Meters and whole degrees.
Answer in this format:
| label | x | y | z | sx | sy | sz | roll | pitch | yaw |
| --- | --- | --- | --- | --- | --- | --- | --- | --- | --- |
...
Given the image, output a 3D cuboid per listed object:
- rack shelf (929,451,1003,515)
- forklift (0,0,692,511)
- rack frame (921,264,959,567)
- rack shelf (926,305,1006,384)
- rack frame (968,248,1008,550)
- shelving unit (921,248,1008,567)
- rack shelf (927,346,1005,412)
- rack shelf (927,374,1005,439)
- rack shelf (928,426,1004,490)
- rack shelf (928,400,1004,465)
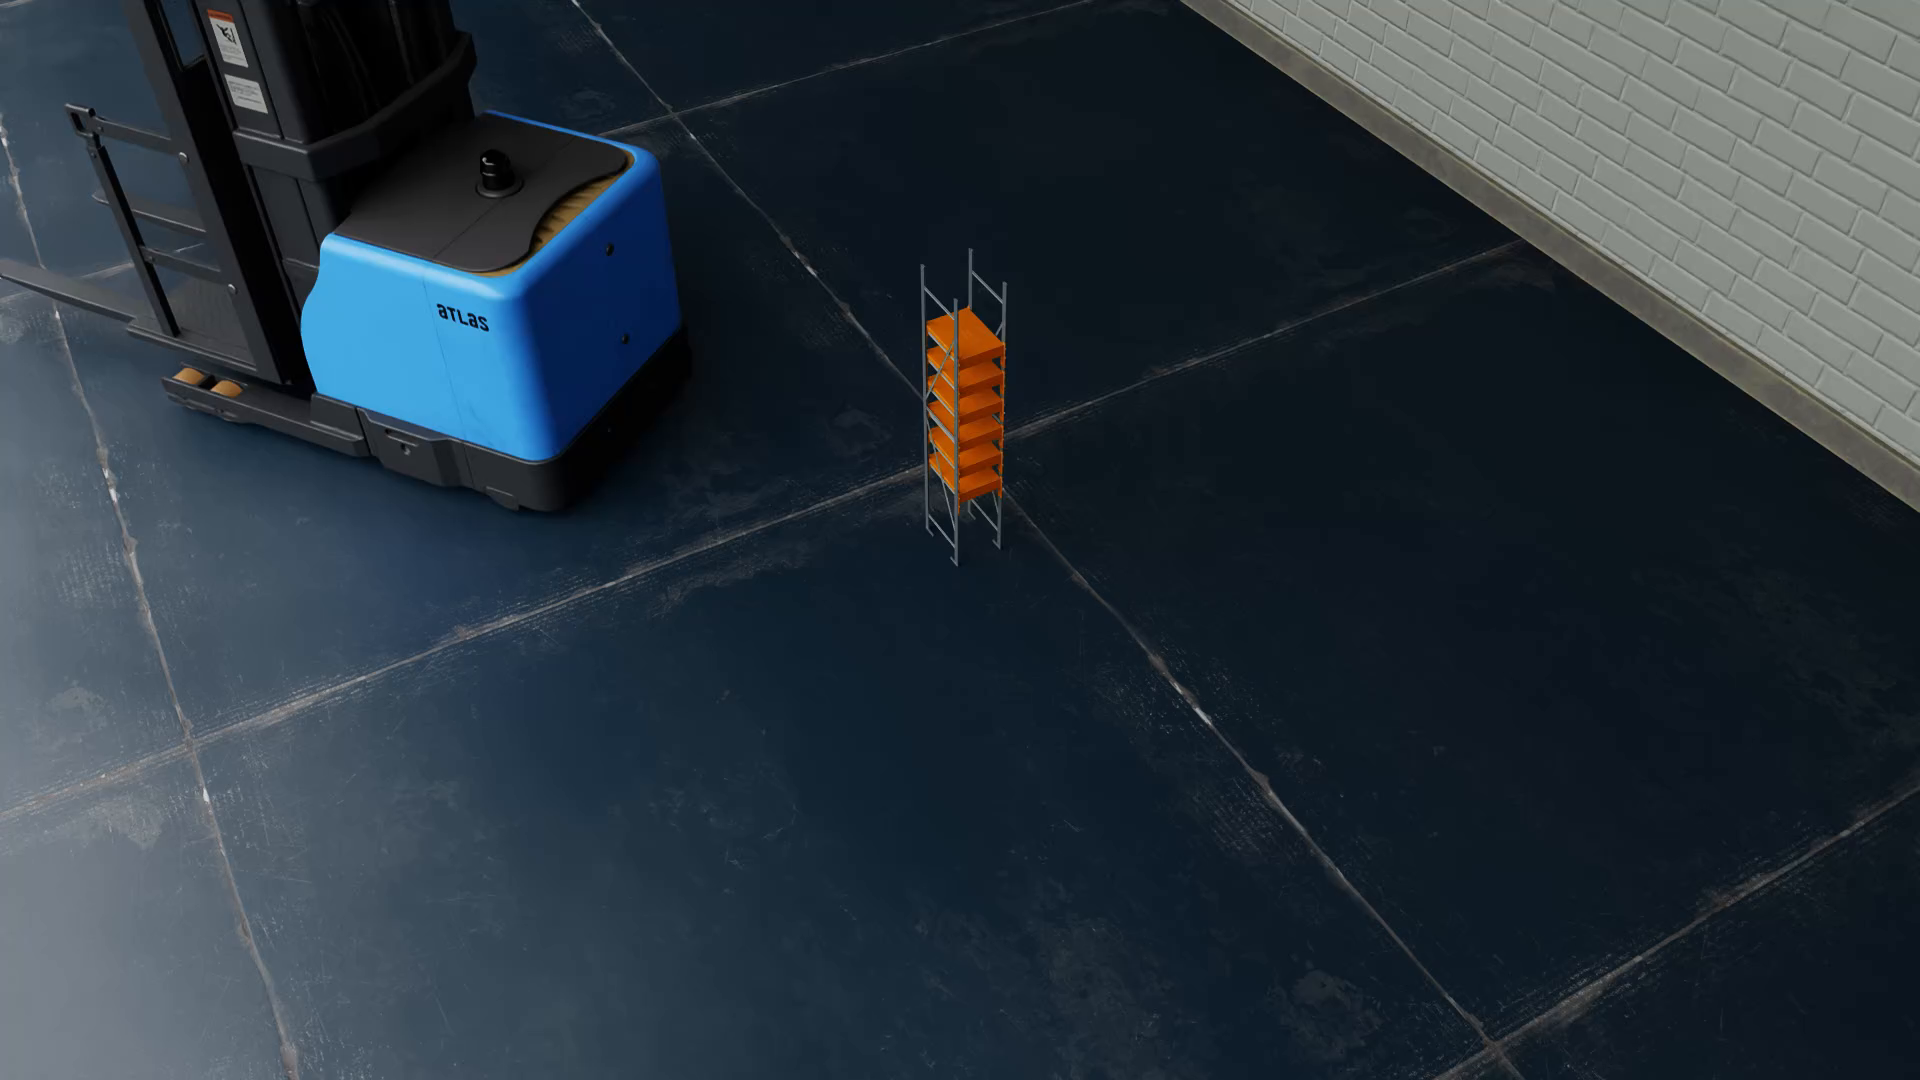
| label | x | y | z | sx | sy | sz | roll | pitch | yaw |
| --- | --- | --- | --- | --- | --- | --- | --- | --- | --- |
| rack shelf | 0.013 | -0.231 | 6.035 | 0.180 | 0.103 | 0.258 | -22 | 48 | -21 |
| forklift | -2.671 | -1.848 | 6.050 | 3.031 | 2.935 | 1.130 | 17 | 47 | 17 |
| rack frame | -0.067 | -0.404 | 5.805 | 0.006 | 1.200 | 0.240 | -22 | 48 | -21 |
| rack shelf | 0.013 | -0.662 | 5.618 | 0.180 | 0.103 | 0.258 | -22 | 48 | -21 |
| rack frame | 0.092 | -0.467 | 5.870 | 0.006 | 1.200 | 0.240 | -22 | 48 | -21 |
| shelving unit | 0.013 | -0.436 | 5.837 | 0.189 | 1.200 | 0.258 | -22 | 48 | -21 |
| rack shelf | 0.013 | -0.576 | 5.701 | 0.180 | 0.103 | 0.258 | -22 | 48 | -21 |
| rack shelf | 0.013 | -0.490 | 5.785 | 0.180 | 0.103 | 0.258 | -22 | 48 | -21 |
| rack shelf | 0.013 | -0.318 | 5.952 | 0.180 | 0.103 | 0.258 | -22 | 48 | -21 |
| rack shelf | 0.013 | -0.404 | 5.868 | 0.180 | 0.103 | 0.258 | -22 | 48 | -21 |
